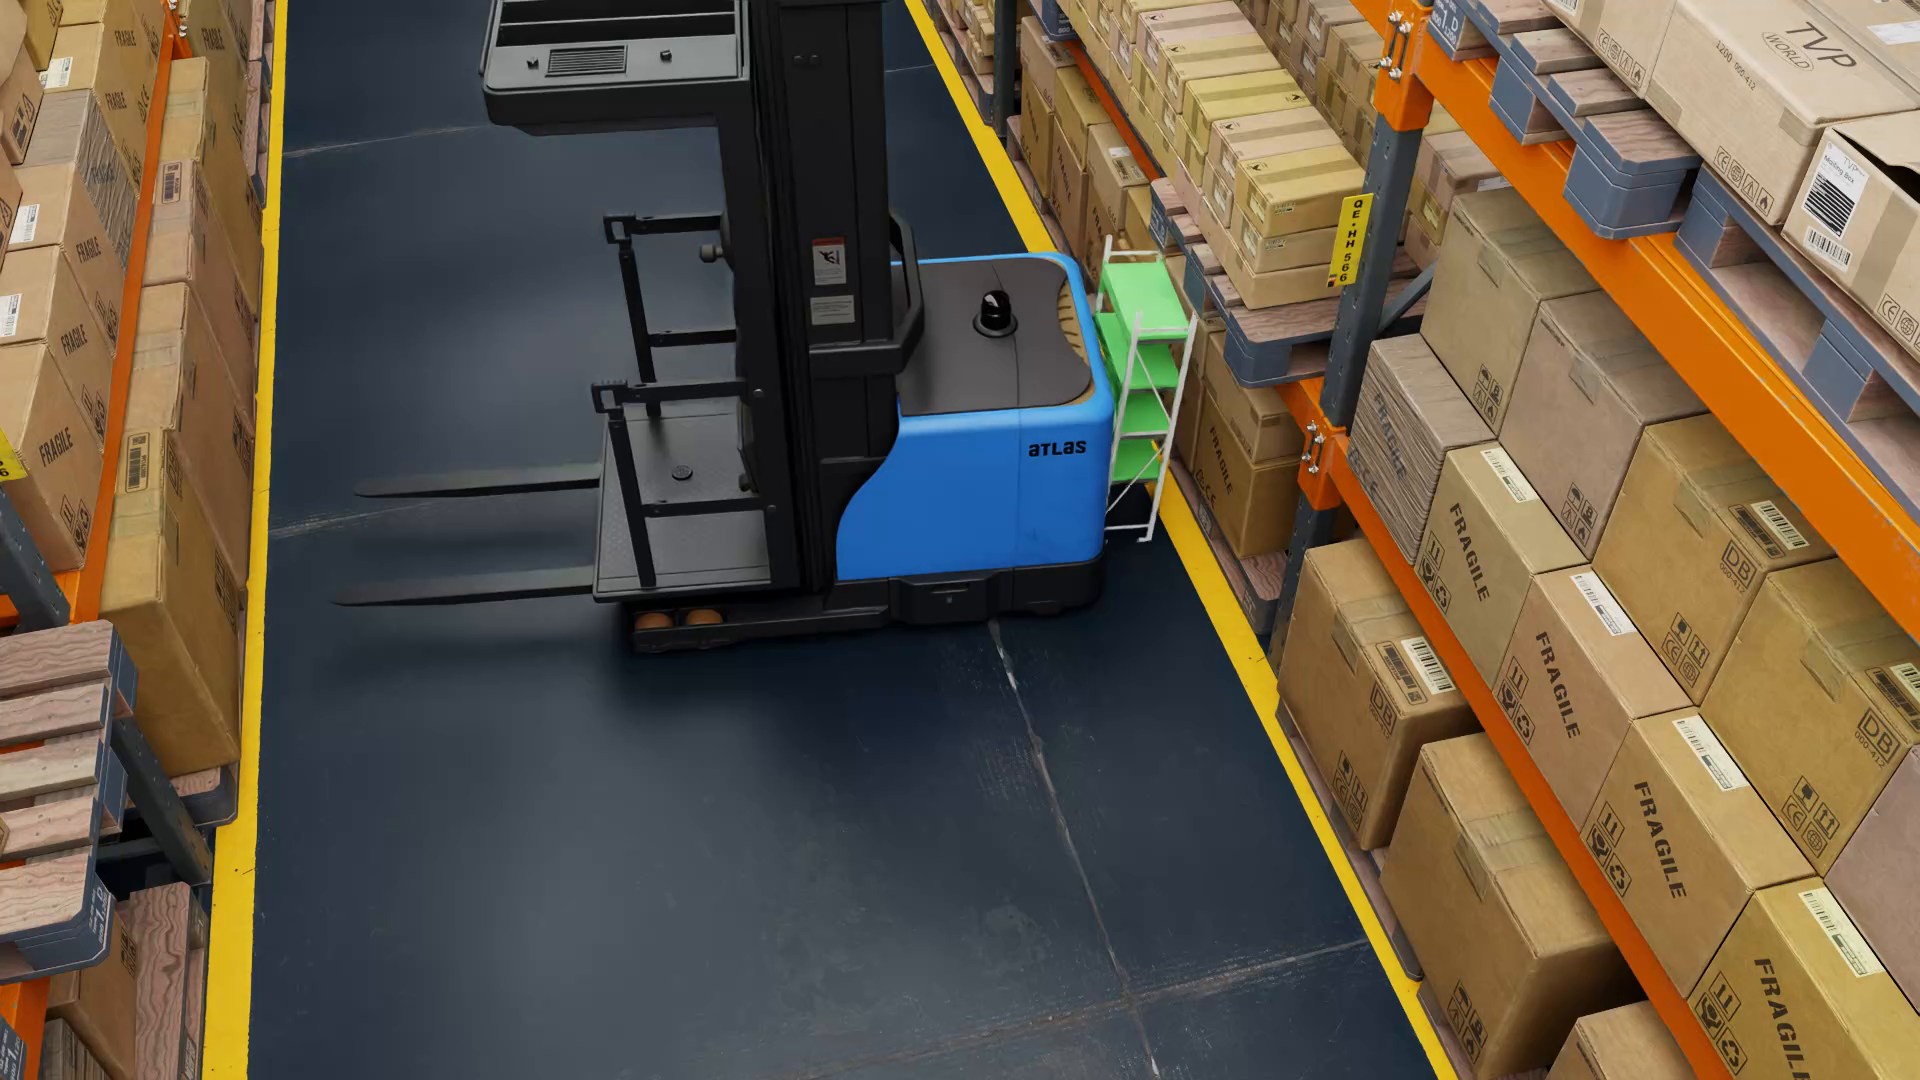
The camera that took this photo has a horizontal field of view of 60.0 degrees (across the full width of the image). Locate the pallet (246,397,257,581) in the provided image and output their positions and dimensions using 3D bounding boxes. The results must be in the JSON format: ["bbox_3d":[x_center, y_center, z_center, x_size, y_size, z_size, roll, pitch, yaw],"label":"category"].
[{"bbox_3d":[-3.555,-0.217,7.066,1.003,0.211,1.213,-11,47,-10],"label":"pallet"}]

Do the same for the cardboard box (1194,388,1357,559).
[{"bbox_3d":[1.283,-0.310,6.661,0.500,0.500,0.500,-11,47,-11],"label":"cardboard box"}]

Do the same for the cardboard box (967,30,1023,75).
[{"bbox_3d":[0.250,-2.751,9.299,0.380,0.149,0.250,-10,46,-10],"label":"cardboard box"}]

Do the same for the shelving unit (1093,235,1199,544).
[{"bbox_3d":[0.687,-0.591,6.728,0.258,1.200,0.503,-4,46,-9],"label":"shelving unit"}]

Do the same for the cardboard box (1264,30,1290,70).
[{"bbox_3d":[1.443,-1.952,6.695,0.380,0.149,0.250,-10,46,-10],"label":"cardboard box"}]

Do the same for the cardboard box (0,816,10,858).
[{"bbox_3d":[-2.700,0.756,3.796,0.700,0.500,0.500,-4,46,-4],"label":"cardboard box"}]

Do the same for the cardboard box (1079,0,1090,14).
[{"bbox_3d":[0.677,-2.296,6.824,0.380,0.149,0.250,-11,47,-11],"label":"cardboard box"}]

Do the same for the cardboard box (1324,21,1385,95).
[{"bbox_3d":[1.576,-1.792,6.122,0.380,0.149,0.250,-13,47,-12],"label":"cardboard box"}]

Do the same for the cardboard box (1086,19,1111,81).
[{"bbox_3d":[0.737,-2.021,6.763,0.380,0.149,0.250,-13,47,-12],"label":"cardboard box"}]

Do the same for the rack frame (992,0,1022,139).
[{"bbox_3d":[0.680,-3.393,8.226,1.000,3.000,0.127,-11,47,-10],"label":"rack frame"}]

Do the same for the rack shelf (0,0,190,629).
[{"bbox_3d":[-3.629,-0.924,6.309,1.077,0.370,4.000,-11,47,-10],"label":"rack shelf"}]

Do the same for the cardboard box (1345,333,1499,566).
[{"bbox_3d":[1.558,-0.307,5.132,0.500,0.500,0.500,-10,46,-10],"label":"cardboard box"}]

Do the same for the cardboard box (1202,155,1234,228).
[{"bbox_3d":[1.067,-1.237,5.786,0.380,0.149,0.250,-9,46,-9],"label":"cardboard box"}]

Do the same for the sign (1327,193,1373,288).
[{"bbox_3d":[1.182,-0.904,5.031,0.100,0.325,0.005,-11,47,-10],"label":"sign"}]

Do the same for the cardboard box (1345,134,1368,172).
[{"bbox_3d":[1.646,-1.408,6.162,0.380,0.149,0.250,-9,46,-8],"label":"cardboard box"}]

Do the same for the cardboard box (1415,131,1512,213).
[{"bbox_3d":[1.772,-1.257,5.597,0.380,0.149,0.250,-11,47,-10],"label":"cardboard box"}]

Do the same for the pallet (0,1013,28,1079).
[{"bbox_3d":[-2.570,1.632,3.436,1.003,0.211,1.213,-11,47,-10],"label":"pallet"}]

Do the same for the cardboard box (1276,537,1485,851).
[{"bbox_3d":[1.773,0.446,5.745,1.050,0.750,0.750,-11,47,-11],"label":"cardboard box"}]

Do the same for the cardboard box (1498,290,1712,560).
[{"bbox_3d":[1.940,-0.356,4.479,0.700,0.500,0.500,-11,47,-11],"label":"cardboard box"}]

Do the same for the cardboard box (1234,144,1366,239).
[{"bbox_3d":[1.135,-1.154,5.496,0.380,0.149,0.250,-12,47,-12],"label":"cardboard box"}]

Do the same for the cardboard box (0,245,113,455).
[{"bbox_3d":[-3.112,-0.571,5.390,0.500,0.500,0.500,-12,47,-11],"label":"cardboard box"}]

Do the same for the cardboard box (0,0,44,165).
[{"bbox_3d":[-3.631,-1.601,5.697,0.797,0.503,0.637,-9,46,-9],"label":"cardboard box"}]

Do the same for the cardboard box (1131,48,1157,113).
[{"bbox_3d":[0.872,-1.763,6.302,0.380,0.149,0.250,-11,47,-11],"label":"cardboard box"}]

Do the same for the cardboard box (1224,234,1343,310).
[{"bbox_3d":[1.133,-0.947,5.711,0.380,0.149,0.250,-10,46,-10],"label":"cardboard box"}]

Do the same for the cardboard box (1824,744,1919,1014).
[{"bbox_3d":[2.332,0.699,3.445,0.700,0.500,0.500,-10,46,-10],"label":"cardboard box"}]

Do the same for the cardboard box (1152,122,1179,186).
[{"bbox_3d":[0.945,-1.469,6.222,0.380,0.149,0.250,-11,47,-11],"label":"cardboard box"}]

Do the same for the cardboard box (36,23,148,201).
[{"bbox_3d":[-3.497,-1.616,6.414,0.500,0.500,0.500,-11,47,-11],"label":"cardboard box"}]

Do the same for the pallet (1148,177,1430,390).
[{"bbox_3d":[1.418,-1.037,6.051,1.213,0.211,1.003,-11,47,-10],"label":"pallet"}]

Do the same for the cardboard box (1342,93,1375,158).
[{"bbox_3d":[1.631,-1.536,6.079,0.380,0.149,0.250,-12,47,-12],"label":"cardboard box"}]

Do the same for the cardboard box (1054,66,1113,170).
[{"bbox_3d":[0.752,-2.002,7.794,0.500,0.250,0.500,-10,46,-9],"label":"cardboard box"}]

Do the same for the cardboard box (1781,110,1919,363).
[{"bbox_3d":[1.936,-0.592,3.079,0.500,0.311,0.500,-11,47,-11],"label":"cardboard box"}]

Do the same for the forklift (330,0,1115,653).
[{"bbox_3d":[-0.976,-0.980,5.909,3.031,2.935,1.130,-4,46,-4],"label":"forklift"}]

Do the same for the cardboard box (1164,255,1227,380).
[{"bbox_3d":[1.135,-0.937,6.750,0.500,0.250,0.500,-10,46,-10],"label":"cardboard box"}]

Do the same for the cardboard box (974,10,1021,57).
[{"bbox_3d":[0.292,-2.806,9.144,0.380,0.149,0.250,-10,46,-10],"label":"cardboard box"}]

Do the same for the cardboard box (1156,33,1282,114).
[{"bbox_3d":[0.934,-1.692,6.024,0.380,0.149,0.250,-9,46,-9],"label":"cardboard box"}]

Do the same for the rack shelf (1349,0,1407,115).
[{"bbox_3d":[1.192,-2.811,6.058,1.077,0.370,4.000,-11,47,-10],"label":"rack shelf"}]

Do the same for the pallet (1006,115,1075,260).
[{"bbox_3d":[0.880,-1.880,8.695,1.003,0.211,1.213,-11,47,-10],"label":"pallet"}]

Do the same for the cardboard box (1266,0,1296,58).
[{"bbox_3d":[1.443,-2.054,6.587,0.380,0.149,0.250,-11,47,-11],"label":"cardboard box"}]

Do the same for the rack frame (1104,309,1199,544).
[{"bbox_3d":[0.726,-0.419,6.560,0.240,1.200,0.015,-4,46,-9],"label":"rack frame"}]

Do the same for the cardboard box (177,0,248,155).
[{"bbox_3d":[-4.232,-2.430,8.475,0.875,0.875,0.875,-11,47,-10],"label":"cardboard box"}]

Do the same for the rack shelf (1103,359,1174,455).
[{"bbox_3d":[0.682,-0.546,6.773,0.258,0.148,0.480,-4,46,-9],"label":"rack shelf"}]

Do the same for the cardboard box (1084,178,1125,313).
[{"bbox_3d":[0.897,-1.383,7.712,0.500,0.500,0.500,-10,46,-10],"label":"cardboard box"}]

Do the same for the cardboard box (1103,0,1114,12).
[{"bbox_3d":[0.740,-2.227,6.548,0.380,0.149,0.250,-9,46,-9],"label":"cardboard box"}]

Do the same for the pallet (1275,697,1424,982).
[{"bbox_3d":[1.833,0.902,5.969,1.003,0.211,1.213,-11,47,-10],"label":"pallet"}]

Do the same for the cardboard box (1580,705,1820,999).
[{"bbox_3d":[1.945,0.736,4.109,0.500,0.500,0.500,-11,47,-11],"label":"cardboard box"}]

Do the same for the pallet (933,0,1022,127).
[{"bbox_3d":[0.474,-2.875,9.670,1.003,0.211,1.213,-11,47,-10],"label":"pallet"}]

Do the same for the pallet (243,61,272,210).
[{"bbox_3d":[-4.260,-2.120,8.930,1.003,0.211,1.213,-11,47,-10],"label":"pallet"}]

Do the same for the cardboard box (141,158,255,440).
[{"bbox_3d":[-3.728,-0.905,6.981,1.225,0.875,0.875,-12,47,-12],"label":"cardboard box"}]
